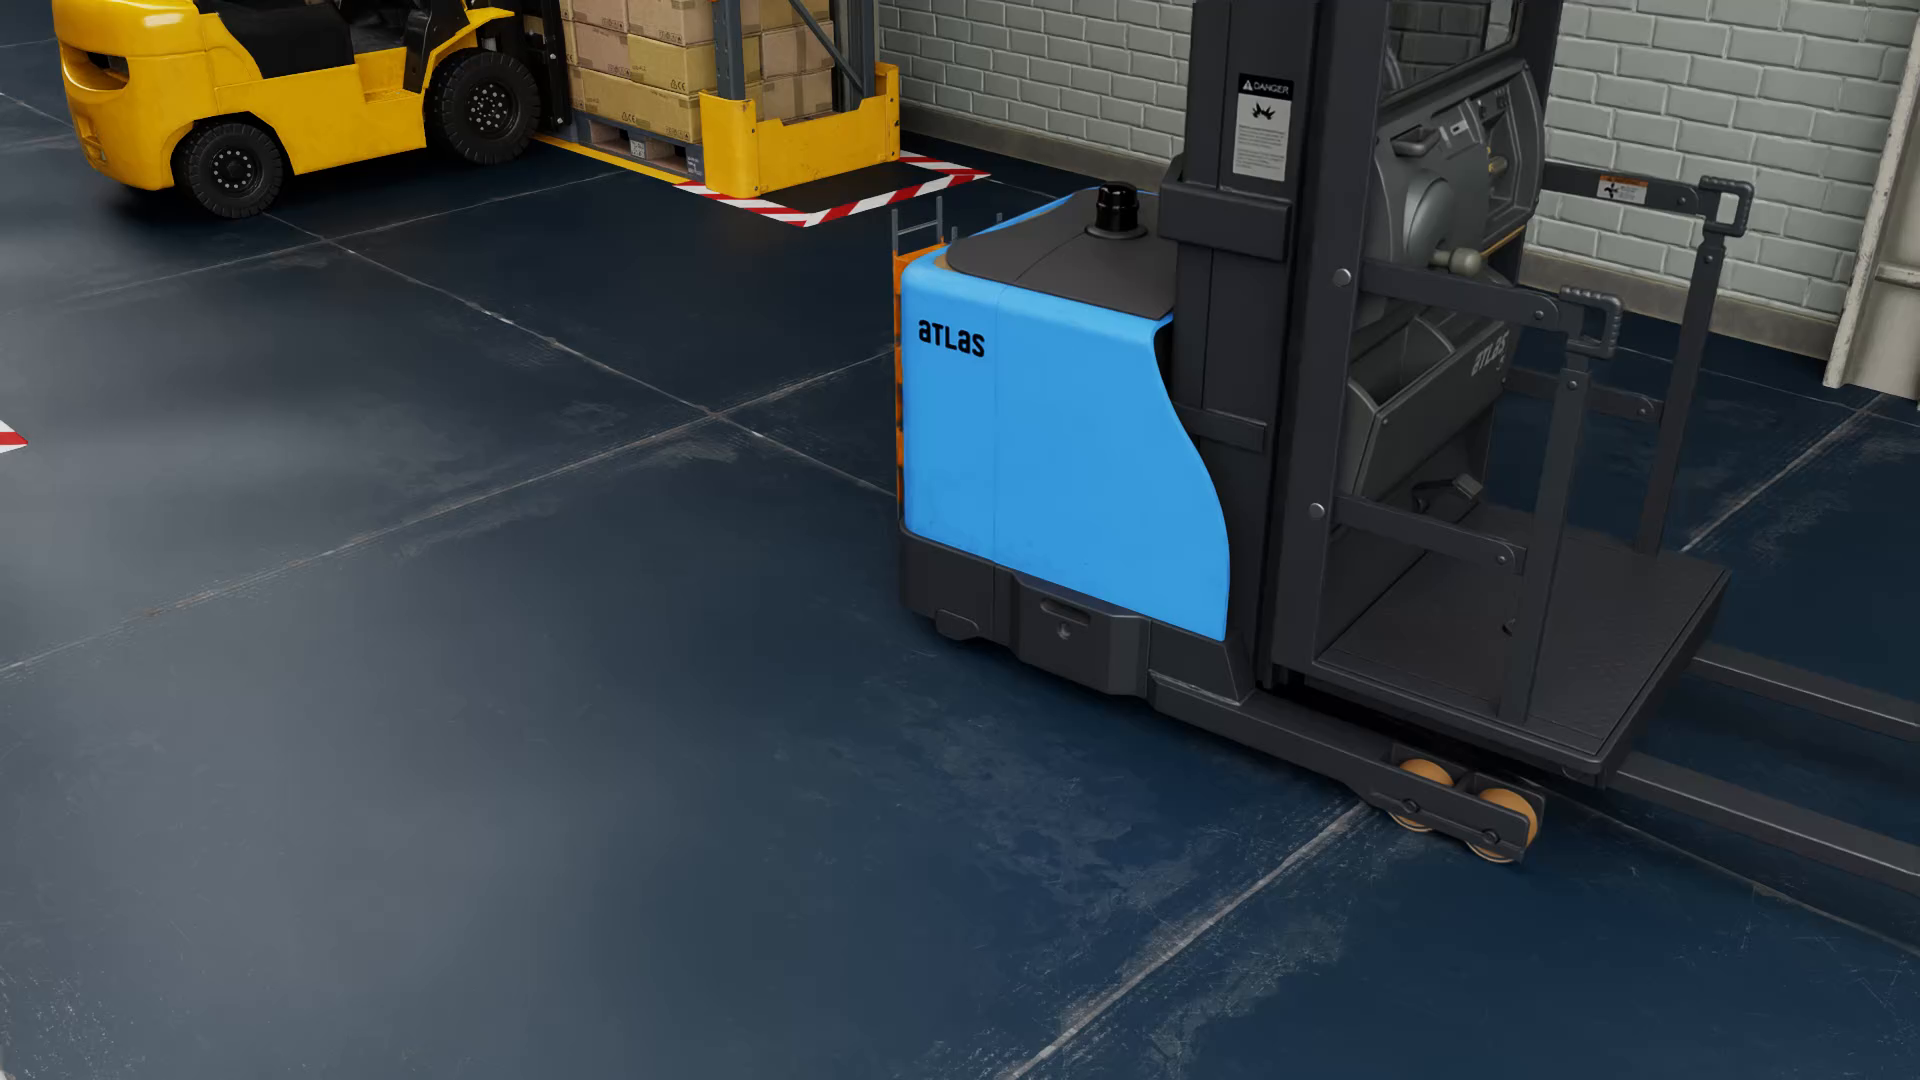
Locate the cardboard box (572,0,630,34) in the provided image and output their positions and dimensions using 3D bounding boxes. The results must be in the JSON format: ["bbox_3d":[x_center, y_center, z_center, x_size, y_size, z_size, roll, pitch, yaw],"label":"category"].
[{"bbox_3d":[-1.773,-2.964,9.094,0.500,0.250,0.500,-25,36,-38],"label":"cardboard box"}]

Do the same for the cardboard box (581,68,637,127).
[{"bbox_3d":[-1.762,-2.524,9.331,0.500,0.250,0.500,25,36,38],"label":"cardboard box"}]

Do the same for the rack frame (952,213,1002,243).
[{"bbox_3d":[0.049,-0.442,4.963,0.008,1.050,0.200,25,36,38],"label":"rack frame"}]

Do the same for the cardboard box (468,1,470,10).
[{"bbox_3d":[-2.871,-3.245,10.164,0.500,0.250,0.500,24,36,38],"label":"cardboard box"}]

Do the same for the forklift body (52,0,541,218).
[{"bbox_3d":[-3.489,-2.979,8.605,1.214,2.155,2.313,25,36,38],"label":"forklift body"}]

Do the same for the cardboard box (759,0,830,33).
[{"bbox_3d":[-1.068,-2.973,9.109,0.500,0.250,0.500,24,36,38],"label":"cardboard box"}]

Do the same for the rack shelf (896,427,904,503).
[{"bbox_3d":[-0.038,-0.227,5.173,0.240,0.259,0.215,25,36,38],"label":"rack shelf"}]

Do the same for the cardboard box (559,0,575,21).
[{"bbox_3d":[-2.140,-3.126,9.400,0.500,0.250,0.500,-25,37,-39],"label":"cardboard box"}]

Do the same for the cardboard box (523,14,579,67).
[{"bbox_3d":[-2.157,-2.916,9.538,0.500,0.250,0.500,24,36,37],"label":"cardboard box"}]

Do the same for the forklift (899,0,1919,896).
[{"bbox_3d":[1.315,-0.835,3.689,3.031,2.935,1.130,19,33,32],"label":"forklift"}]

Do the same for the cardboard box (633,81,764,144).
[{"bbox_3d":[-1.414,-2.359,9.016,0.500,0.250,0.500,25,37,39],"label":"cardboard box"}]

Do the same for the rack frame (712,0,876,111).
[{"bbox_3d":[-0.858,-3.342,8.382,0.127,3.000,1.000,25,36,38],"label":"rack frame"}]

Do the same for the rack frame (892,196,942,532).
[{"bbox_3d":[-0.125,-0.522,5.115,0.008,1.050,0.200,25,36,38],"label":"rack frame"}]

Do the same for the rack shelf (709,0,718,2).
[{"bbox_3d":[-2.284,-3.676,9.791,4.000,0.370,1.077,25,36,38],"label":"rack shelf"}]

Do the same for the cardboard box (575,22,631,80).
[{"bbox_3d":[-1.774,-2.754,9.231,0.500,0.250,0.500,24,36,38],"label":"cardboard box"}]

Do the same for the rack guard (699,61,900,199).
[{"bbox_3d":[-0.840,-2.227,8.949,0.348,0.500,1.175,25,36,38],"label":"rack guard"}]

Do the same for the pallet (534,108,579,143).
[{"bbox_3d":[-2.298,-2.741,10.236,1.213,0.211,1.003,25,36,38],"label":"pallet"}]

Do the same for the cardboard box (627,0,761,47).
[{"bbox_3d":[-1.405,-2.800,8.780,0.500,0.250,0.500,-24,36,-38],"label":"cardboard box"}]

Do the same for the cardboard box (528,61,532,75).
[{"bbox_3d":[-2.499,-2.853,9.955,0.500,0.250,0.500,-24,36,-38],"label":"cardboard box"}]

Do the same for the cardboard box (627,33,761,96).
[{"bbox_3d":[-1.424,-2.587,8.913,0.500,0.250,0.500,24,36,38],"label":"cardboard box"}]

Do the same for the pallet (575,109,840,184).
[{"bbox_3d":[-1.432,-2.343,9.479,1.213,0.211,1.003,25,36,38],"label":"pallet"}]

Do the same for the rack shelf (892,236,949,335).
[{"bbox_3d":[-0.038,-0.724,4.912,0.240,0.259,0.215,25,36,38],"label":"rack shelf"}]

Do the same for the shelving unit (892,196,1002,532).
[{"bbox_3d":[-0.038,-0.482,5.039,0.252,1.050,0.215,25,36,38],"label":"shelving unit"}]

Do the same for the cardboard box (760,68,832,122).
[{"bbox_3d":[-1.071,-2.536,9.352,0.500,0.250,0.500,25,37,39],"label":"cardboard box"}]

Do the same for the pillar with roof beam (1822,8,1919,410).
[{"bbox_3d":[0.538,-3.137,1.546,0.400,9.000,9.100,25,36,38],"label":"pillar with roof beam"}]

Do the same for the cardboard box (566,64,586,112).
[{"bbox_3d":[-2.113,-2.691,9.647,0.500,0.250,0.500,-25,37,-39],"label":"cardboard box"}]

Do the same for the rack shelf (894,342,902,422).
[{"bbox_3d":[-0.038,-0.473,5.044,0.240,0.259,0.215,25,36,38],"label":"rack shelf"}]

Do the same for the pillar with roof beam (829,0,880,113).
[{"bbox_3d":[-3.740,-5.095,5.270,0.400,9.000,9.100,25,36,38],"label":"pillar with roof beam"}]

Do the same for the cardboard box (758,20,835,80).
[{"bbox_3d":[-1.047,-2.754,9.231,0.500,0.250,0.500,-25,36,-38],"label":"cardboard box"}]
